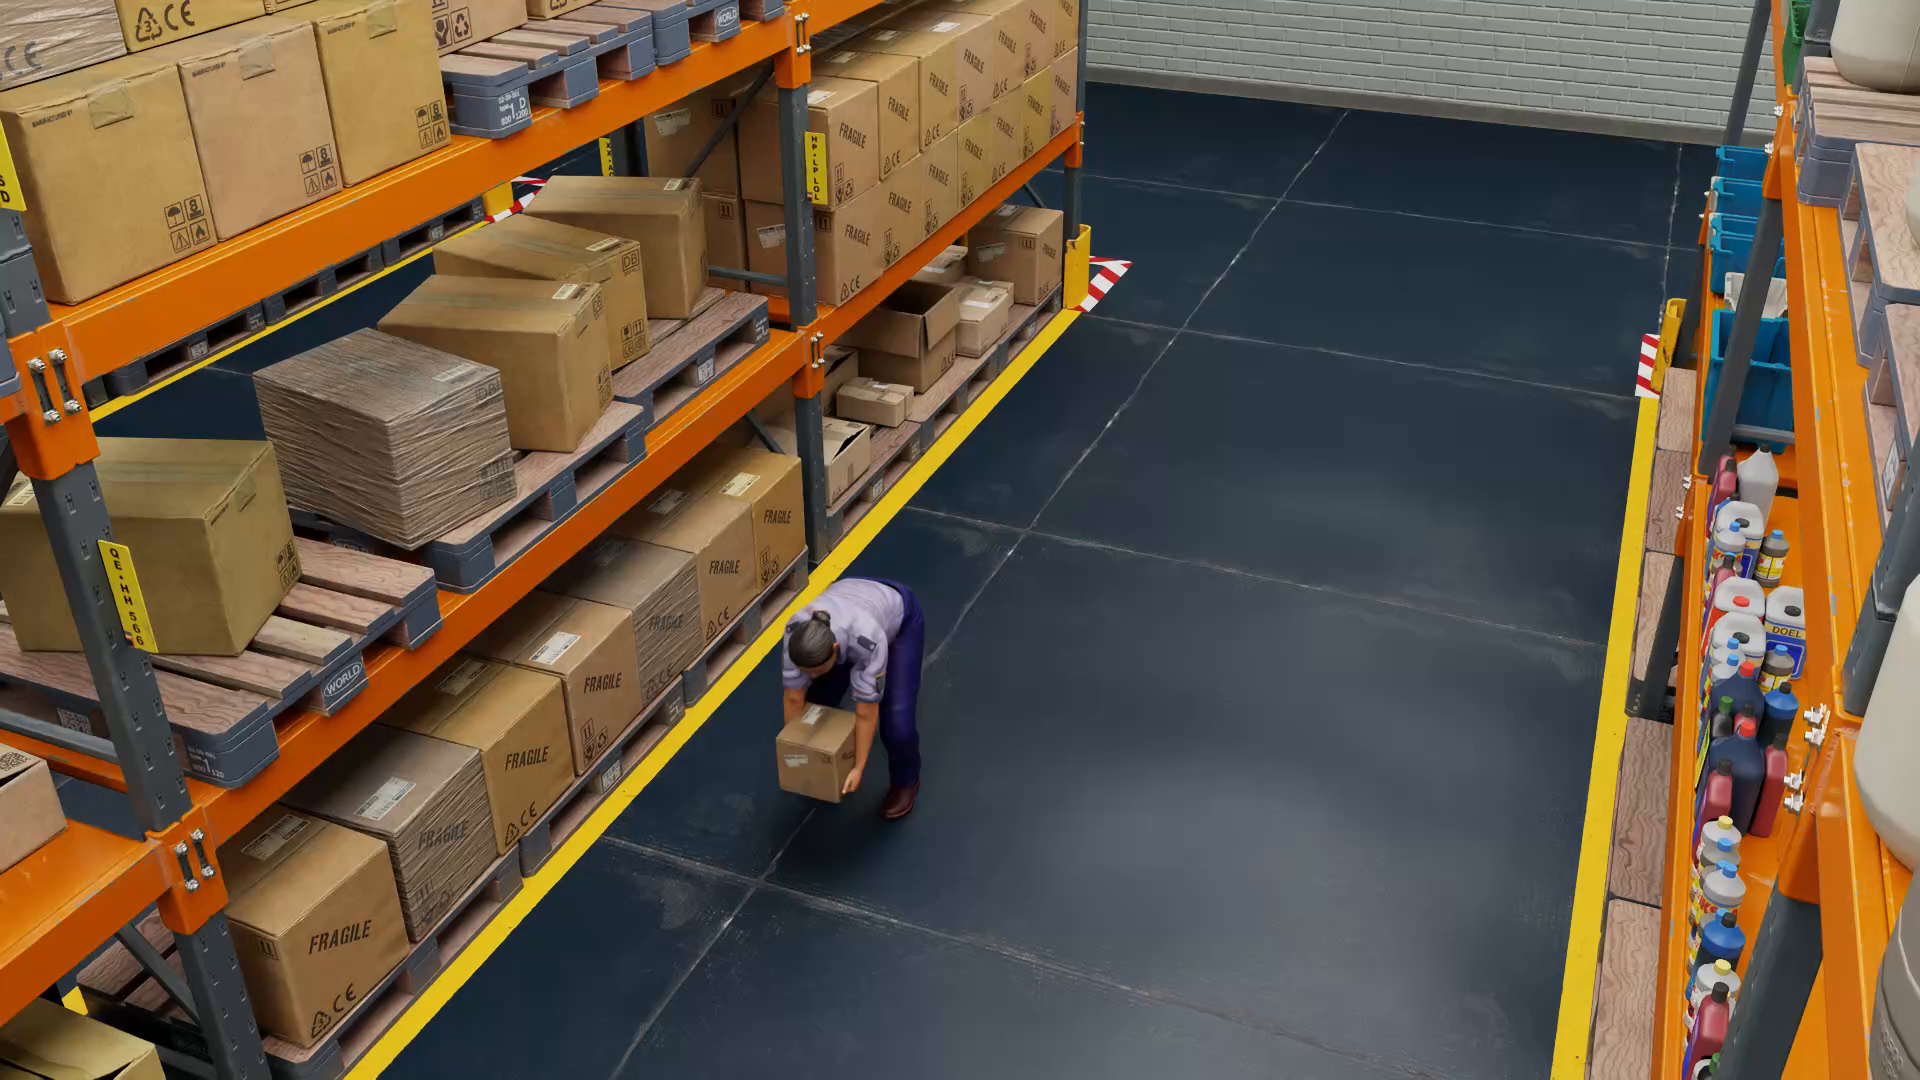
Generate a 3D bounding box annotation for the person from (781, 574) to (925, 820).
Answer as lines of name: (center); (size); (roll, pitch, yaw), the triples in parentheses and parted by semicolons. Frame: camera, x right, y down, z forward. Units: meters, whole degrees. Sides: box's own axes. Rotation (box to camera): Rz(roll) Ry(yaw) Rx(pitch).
person: (-0.433, 0.636, 6.542); (0.491, 1.147, 0.873); (10, 31, 17)
